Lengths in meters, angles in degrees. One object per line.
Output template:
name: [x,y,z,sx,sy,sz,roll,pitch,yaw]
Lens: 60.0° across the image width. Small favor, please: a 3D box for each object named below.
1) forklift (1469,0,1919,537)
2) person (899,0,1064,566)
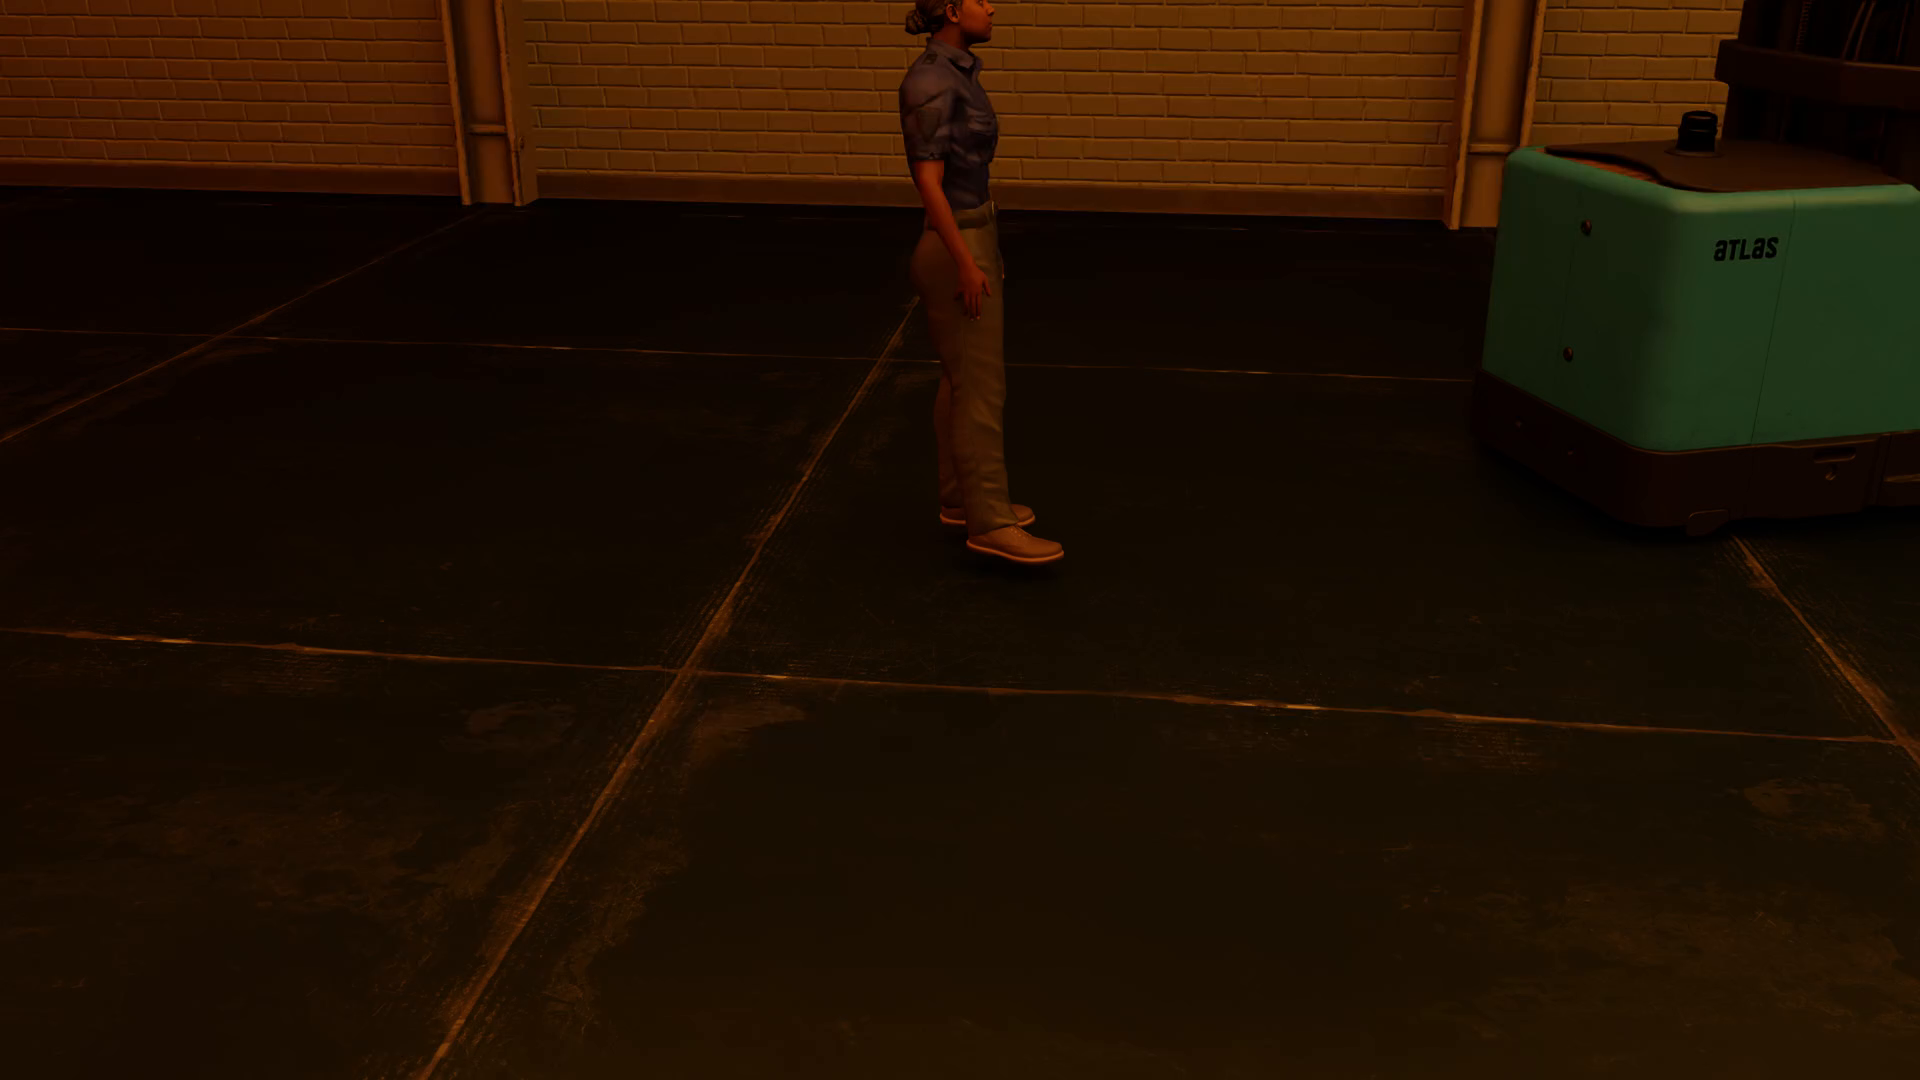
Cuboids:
forklift: [3.392,-1.650,5.352,3.031,2.935,1.130,-5,23,-13]
person: [0.084,-0.800,4.822,0.503,1.656,0.569,3,22,7]
